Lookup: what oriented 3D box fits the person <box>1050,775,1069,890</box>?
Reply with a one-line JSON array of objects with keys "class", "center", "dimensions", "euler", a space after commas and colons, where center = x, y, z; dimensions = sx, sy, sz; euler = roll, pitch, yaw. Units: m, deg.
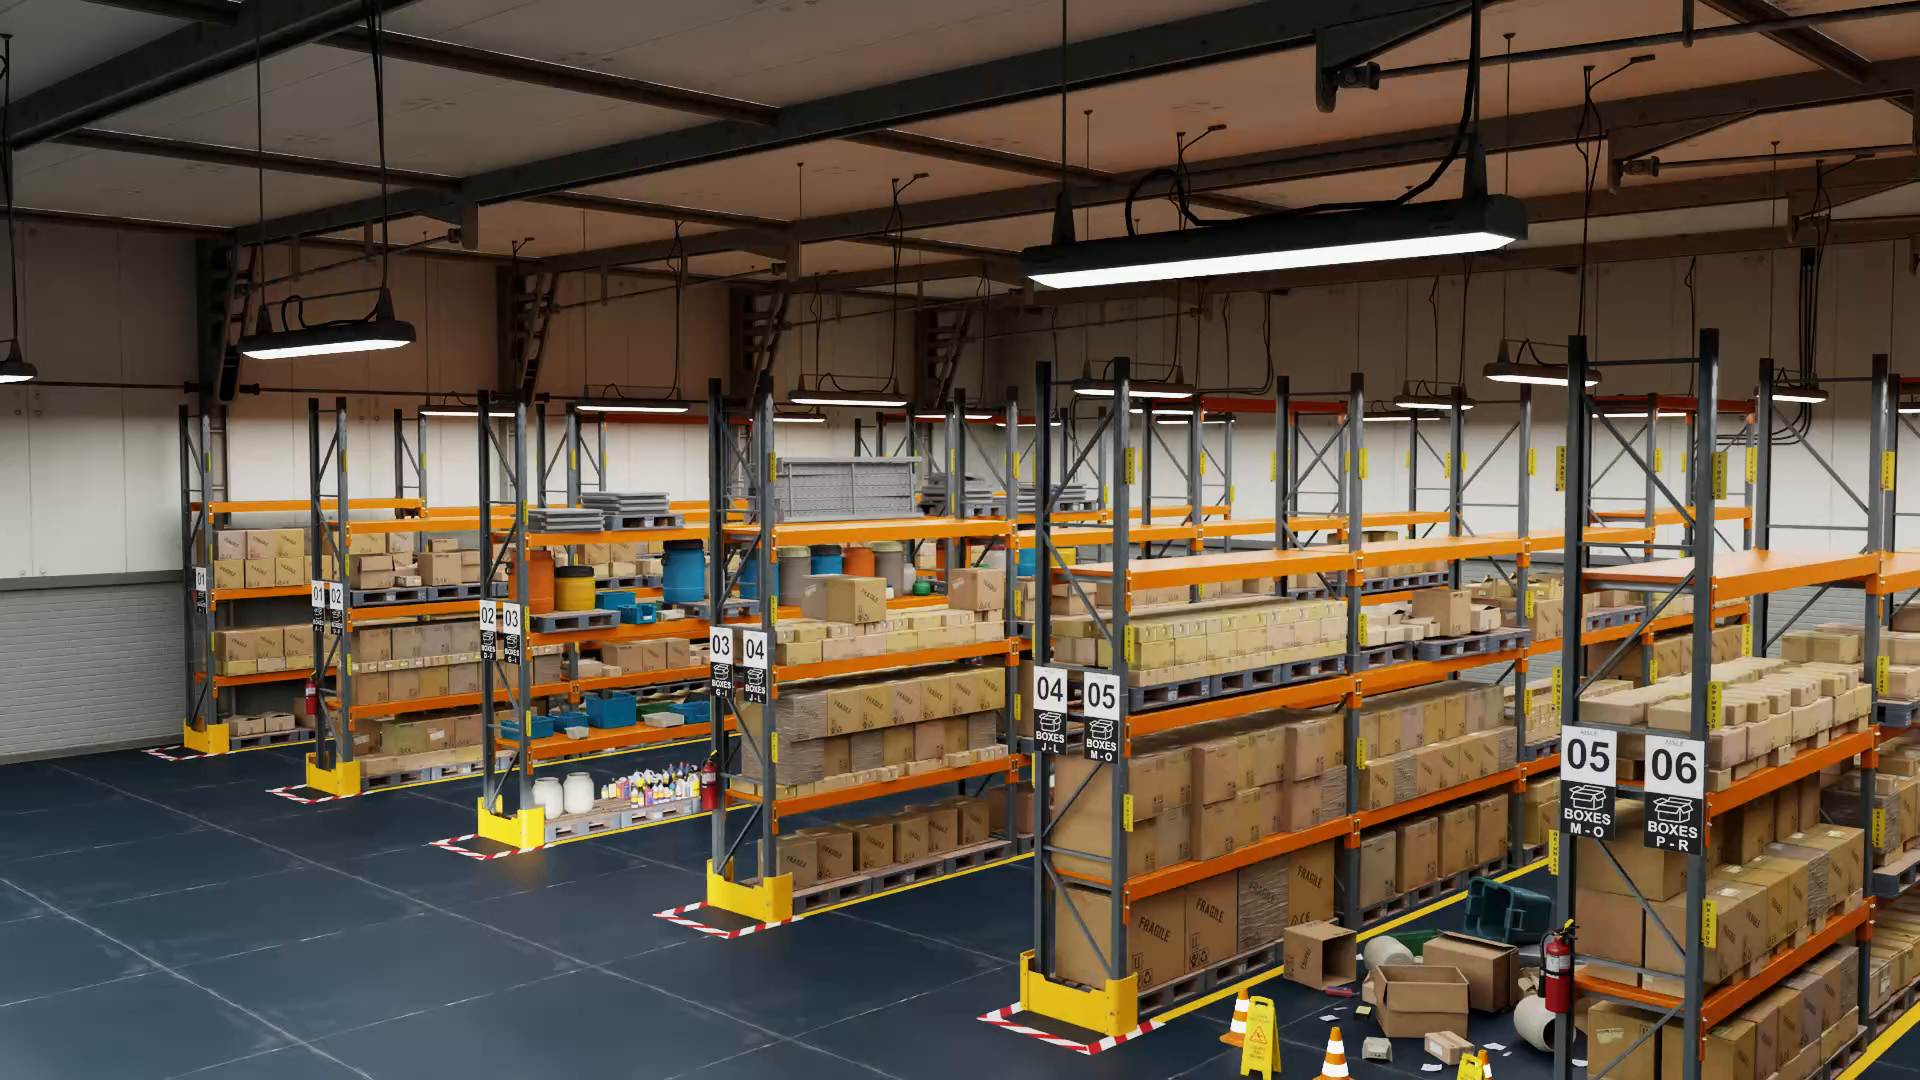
[{"class": "person", "center": [1.050, 3.364, 18.013], "dimensions": [0.667, 1.698, 0.741], "euler": [2, 4, 38]}]

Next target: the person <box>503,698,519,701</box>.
[{"class": "person", "center": [-8.092, 2.694, 30.229], "dimensions": [0.658, 1.779, 1.126], "euler": [2, 4, 33]}]

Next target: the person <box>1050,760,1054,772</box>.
[{"class": "person", "center": [1.733, 2.902, 27.318], "dimensions": [0.617, 1.687, 1.058], "euler": [2, 4, 31]}]
